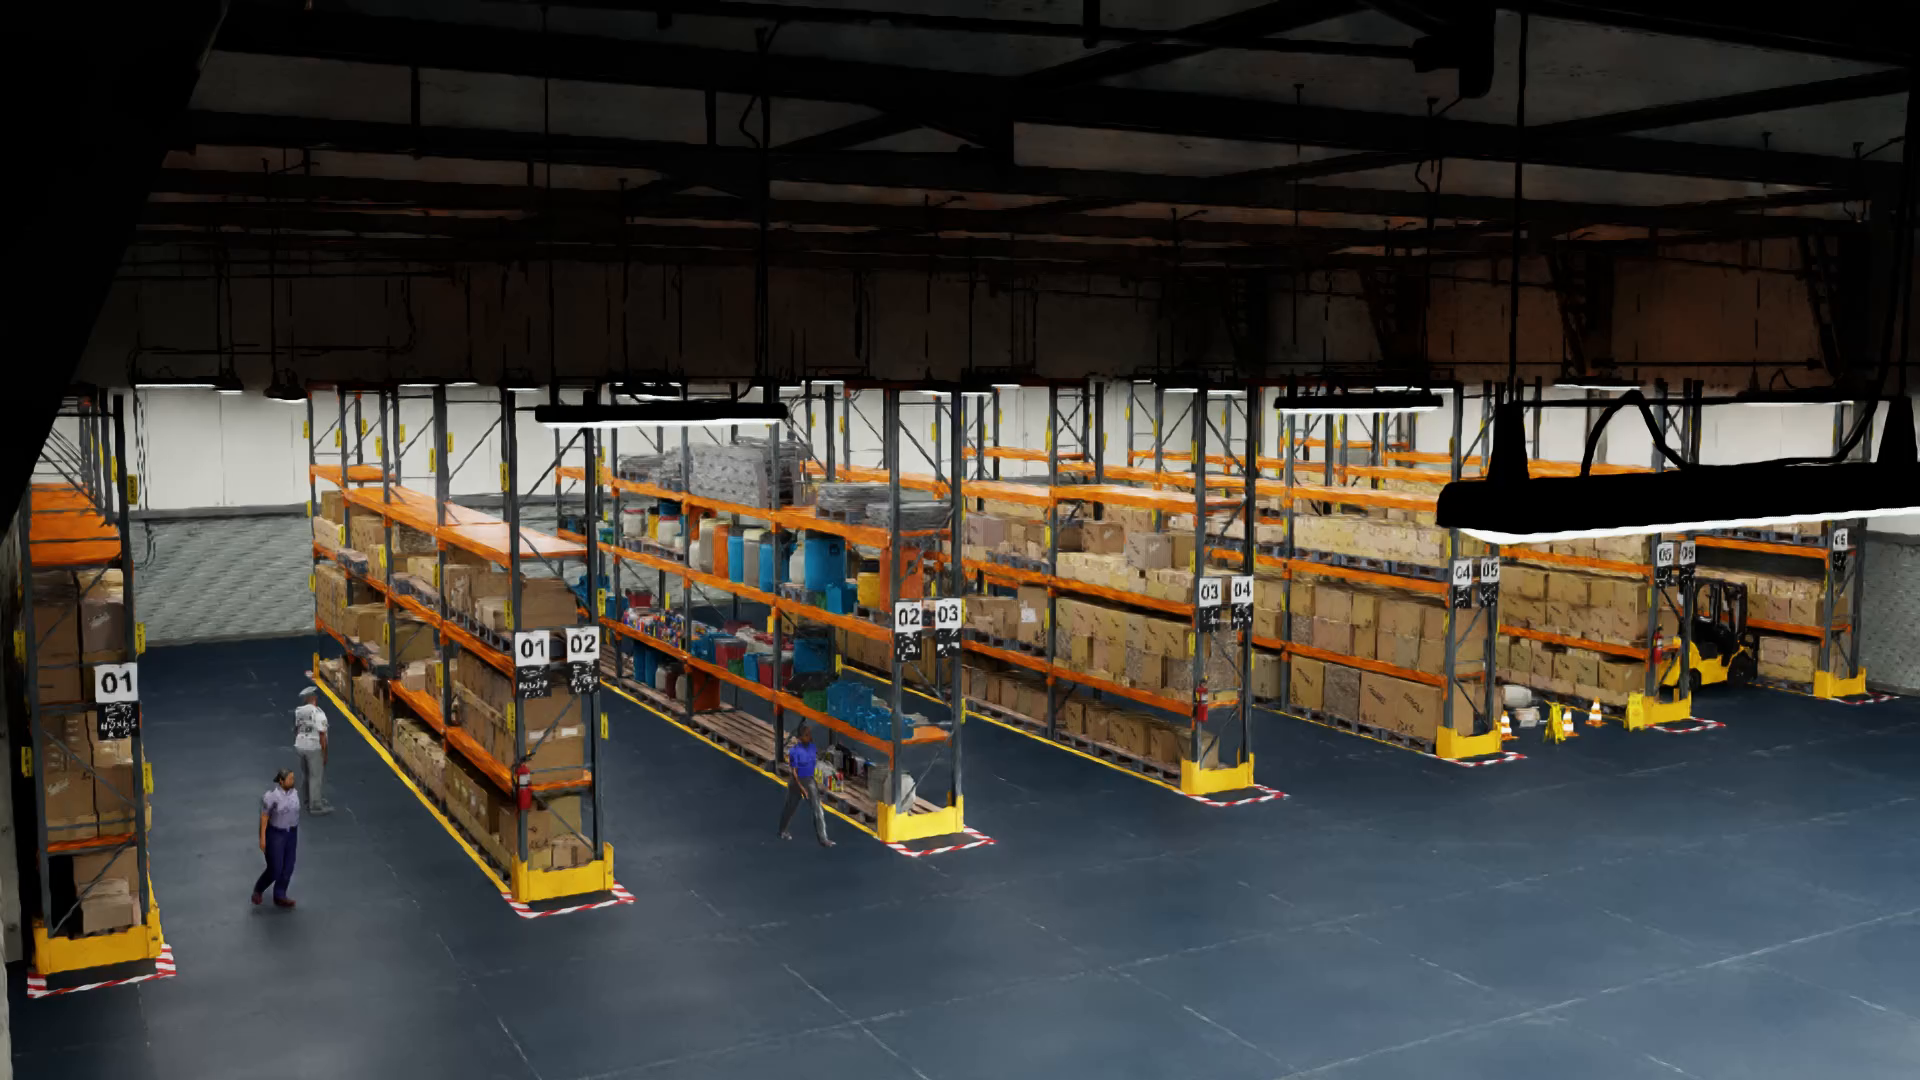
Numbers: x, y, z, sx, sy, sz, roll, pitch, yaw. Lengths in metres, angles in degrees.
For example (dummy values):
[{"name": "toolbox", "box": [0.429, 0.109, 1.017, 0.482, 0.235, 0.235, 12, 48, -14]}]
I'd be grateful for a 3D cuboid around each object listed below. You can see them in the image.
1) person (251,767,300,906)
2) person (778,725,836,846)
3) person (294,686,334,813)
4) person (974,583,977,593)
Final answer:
[{"name": "person", "box": [-7.988, 3.460, 19.404, 0.518, 1.641, 0.559, 3, 7, 24]}, {"name": "person", "box": [-2.055, 3.210, 21.836, 0.443, 1.580, 0.996, -5, 8, -37]}, {"name": "person", "box": [-9.126, 2.948, 23.515, 0.593, 1.759, 0.476, 4, 7, 31]}, {"name": "person", "box": [0.411, 1.737, 35.124, 0.579, 1.732, 1.041, -3, 7, -30]}]
